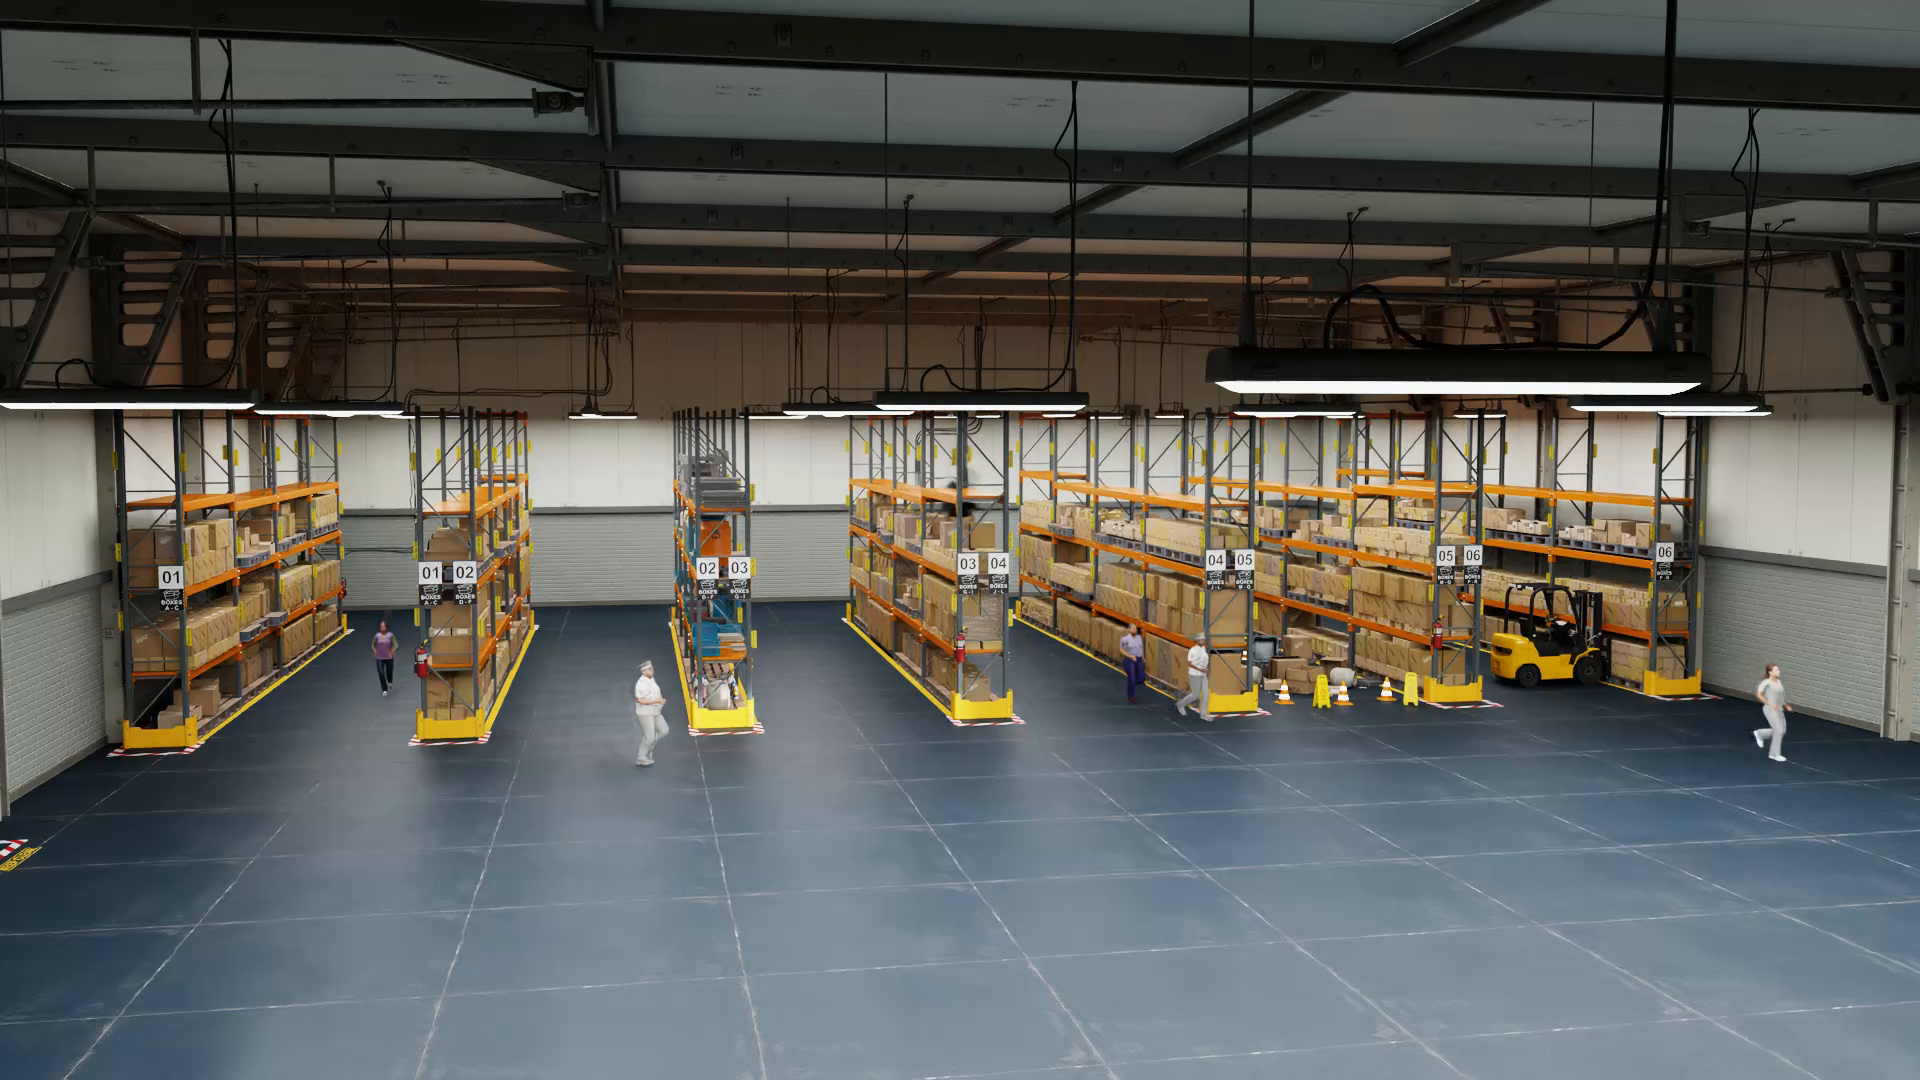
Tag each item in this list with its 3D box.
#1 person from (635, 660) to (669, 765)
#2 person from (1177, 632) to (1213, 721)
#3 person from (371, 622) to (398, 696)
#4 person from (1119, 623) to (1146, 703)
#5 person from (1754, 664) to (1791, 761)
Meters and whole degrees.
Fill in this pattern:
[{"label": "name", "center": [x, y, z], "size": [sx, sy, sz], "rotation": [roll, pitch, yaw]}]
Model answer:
[{"label": "person", "center": [-5.115, 2.878, 27.693], "size": [0.621, 1.764, 0.648], "rotation": [1, 4, 16]}, {"label": "person", "center": [4.560, 2.612, 32.026], "size": [0.769, 1.705, 0.601], "rotation": [4, 5, 42]}, {"label": "person", "center": [-12.017, 2.480, 34.700], "size": [0.527, 1.550, 0.559], "rotation": [-1, 4, -15]}, {"label": "person", "center": [3.530, 2.502, 33.944], "size": [0.609, 1.606, 0.552], "rotation": [-2, 5, -28]}, {"label": "person", "center": [13.776, 2.907, 28.291], "size": [0.564, 1.635, 0.632], "rotation": [-2, 5, -30]}]
